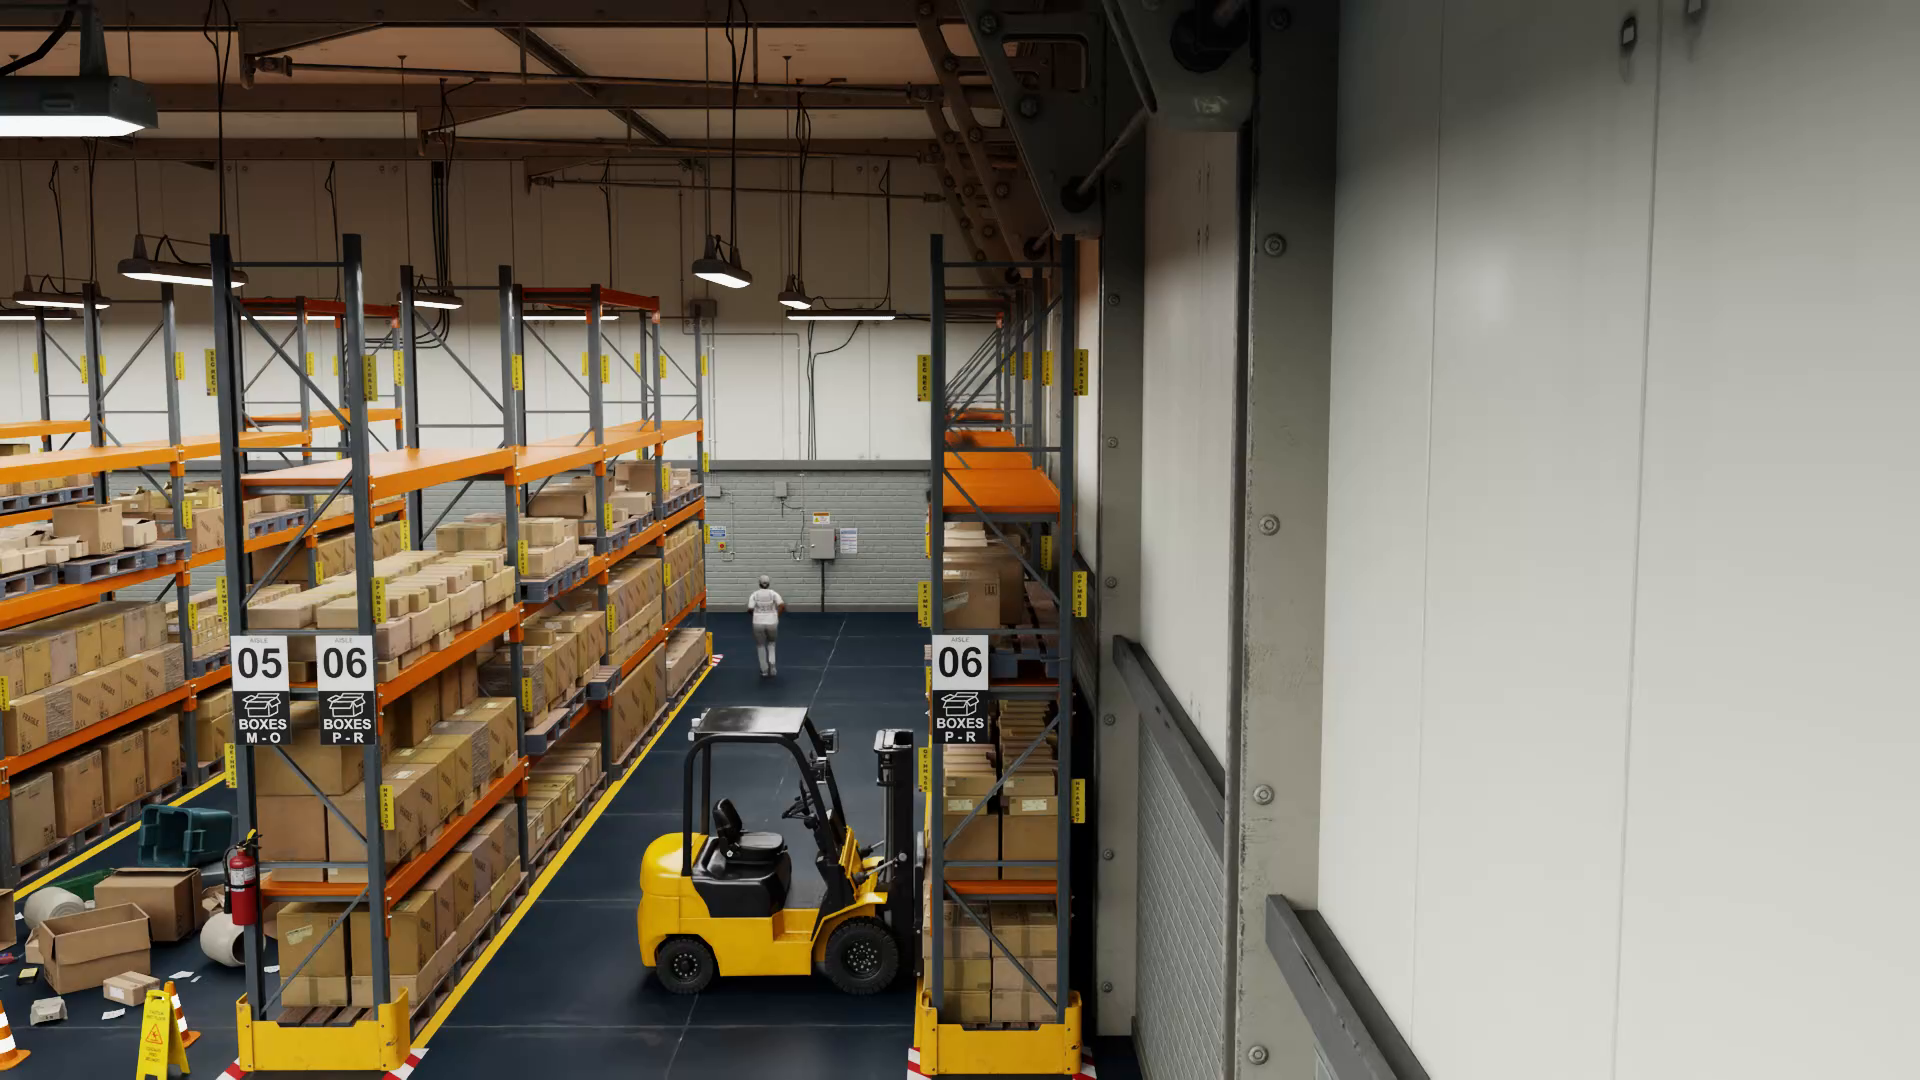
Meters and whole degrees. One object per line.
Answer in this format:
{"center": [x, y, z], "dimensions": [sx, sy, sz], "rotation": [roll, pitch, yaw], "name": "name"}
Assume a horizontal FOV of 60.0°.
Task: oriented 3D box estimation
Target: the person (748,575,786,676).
{"center": [-3.149, 1.382, 26.923], "dimensions": [0.587, 1.665, 0.618], "rotation": [-2, 7, -15], "name": "person"}
